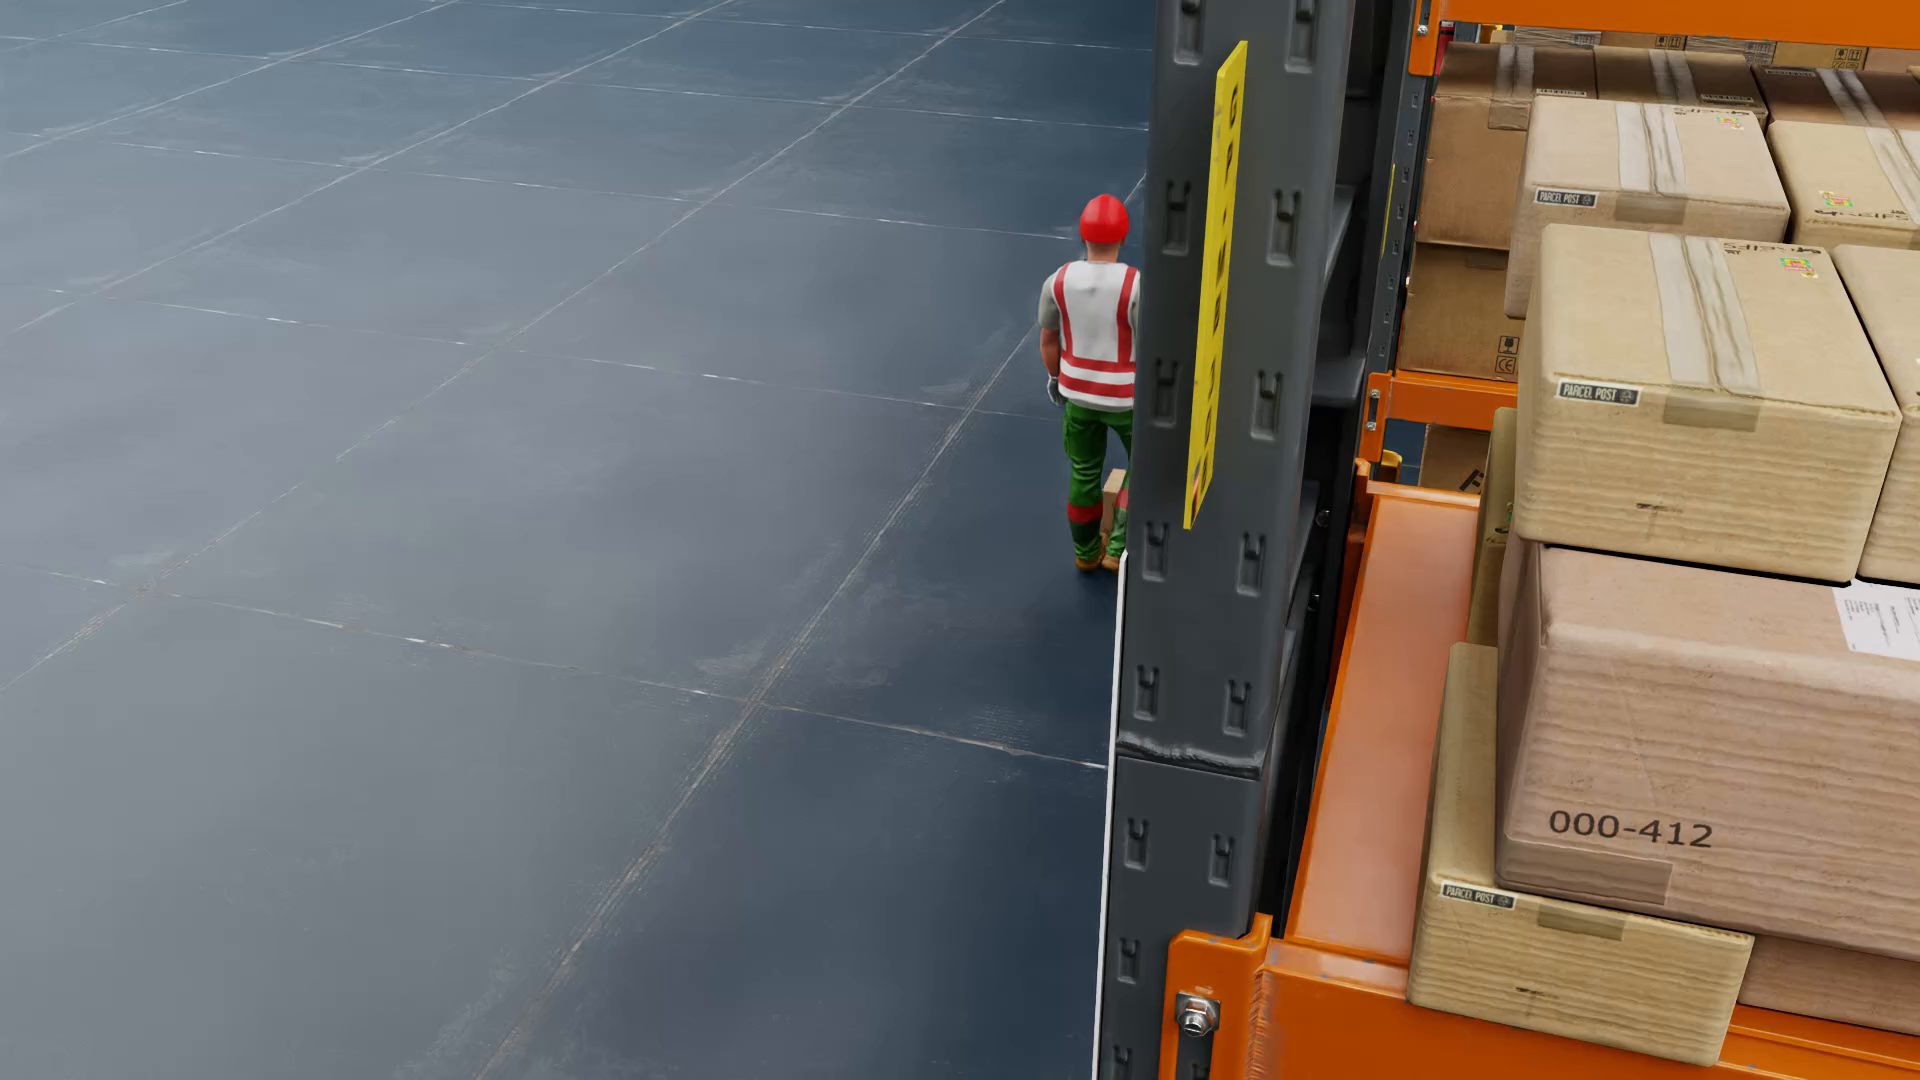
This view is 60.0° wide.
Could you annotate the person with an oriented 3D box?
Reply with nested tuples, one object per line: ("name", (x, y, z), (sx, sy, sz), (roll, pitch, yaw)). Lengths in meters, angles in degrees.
("person", (0.650, -0.649, 7.217), (0.599, 1.797, 0.496), (12, 31, 21))
